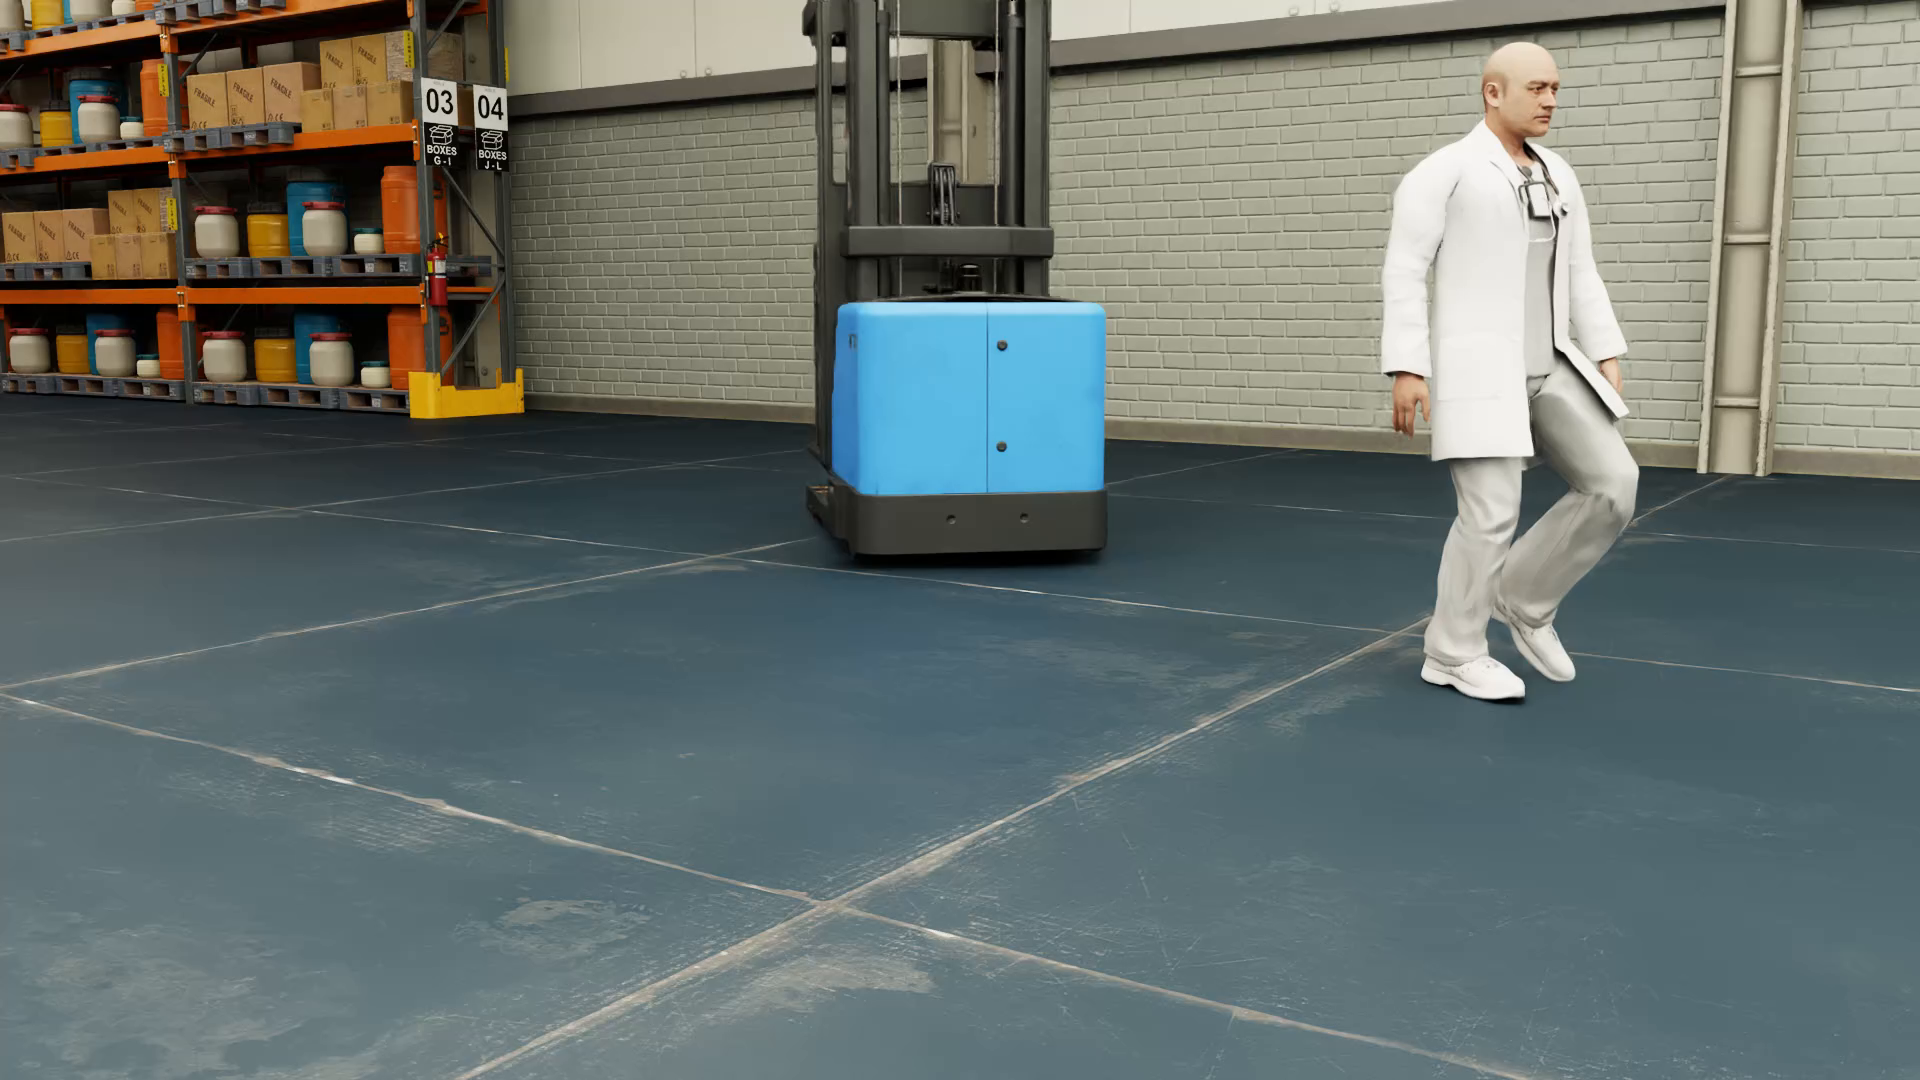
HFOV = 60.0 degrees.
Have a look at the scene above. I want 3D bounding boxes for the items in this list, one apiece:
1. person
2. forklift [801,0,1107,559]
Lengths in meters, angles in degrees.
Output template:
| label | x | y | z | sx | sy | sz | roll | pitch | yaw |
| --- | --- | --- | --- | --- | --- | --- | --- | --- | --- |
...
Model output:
| label | x | y | z | sx | sy | sz | roll | pitch | yaw |
| --- | --- | --- | --- | --- | --- | --- | --- | --- | --- |
| person | 1.524 | -0.448 | 4.513 | 0.750 | 1.759 | 0.475 | -4 | 9 | -27 |
| forklift | -0.169 | -1.540 | 8.021 | 1.130 | 2.935 | 3.031 | -2 | 8 | -11 |
